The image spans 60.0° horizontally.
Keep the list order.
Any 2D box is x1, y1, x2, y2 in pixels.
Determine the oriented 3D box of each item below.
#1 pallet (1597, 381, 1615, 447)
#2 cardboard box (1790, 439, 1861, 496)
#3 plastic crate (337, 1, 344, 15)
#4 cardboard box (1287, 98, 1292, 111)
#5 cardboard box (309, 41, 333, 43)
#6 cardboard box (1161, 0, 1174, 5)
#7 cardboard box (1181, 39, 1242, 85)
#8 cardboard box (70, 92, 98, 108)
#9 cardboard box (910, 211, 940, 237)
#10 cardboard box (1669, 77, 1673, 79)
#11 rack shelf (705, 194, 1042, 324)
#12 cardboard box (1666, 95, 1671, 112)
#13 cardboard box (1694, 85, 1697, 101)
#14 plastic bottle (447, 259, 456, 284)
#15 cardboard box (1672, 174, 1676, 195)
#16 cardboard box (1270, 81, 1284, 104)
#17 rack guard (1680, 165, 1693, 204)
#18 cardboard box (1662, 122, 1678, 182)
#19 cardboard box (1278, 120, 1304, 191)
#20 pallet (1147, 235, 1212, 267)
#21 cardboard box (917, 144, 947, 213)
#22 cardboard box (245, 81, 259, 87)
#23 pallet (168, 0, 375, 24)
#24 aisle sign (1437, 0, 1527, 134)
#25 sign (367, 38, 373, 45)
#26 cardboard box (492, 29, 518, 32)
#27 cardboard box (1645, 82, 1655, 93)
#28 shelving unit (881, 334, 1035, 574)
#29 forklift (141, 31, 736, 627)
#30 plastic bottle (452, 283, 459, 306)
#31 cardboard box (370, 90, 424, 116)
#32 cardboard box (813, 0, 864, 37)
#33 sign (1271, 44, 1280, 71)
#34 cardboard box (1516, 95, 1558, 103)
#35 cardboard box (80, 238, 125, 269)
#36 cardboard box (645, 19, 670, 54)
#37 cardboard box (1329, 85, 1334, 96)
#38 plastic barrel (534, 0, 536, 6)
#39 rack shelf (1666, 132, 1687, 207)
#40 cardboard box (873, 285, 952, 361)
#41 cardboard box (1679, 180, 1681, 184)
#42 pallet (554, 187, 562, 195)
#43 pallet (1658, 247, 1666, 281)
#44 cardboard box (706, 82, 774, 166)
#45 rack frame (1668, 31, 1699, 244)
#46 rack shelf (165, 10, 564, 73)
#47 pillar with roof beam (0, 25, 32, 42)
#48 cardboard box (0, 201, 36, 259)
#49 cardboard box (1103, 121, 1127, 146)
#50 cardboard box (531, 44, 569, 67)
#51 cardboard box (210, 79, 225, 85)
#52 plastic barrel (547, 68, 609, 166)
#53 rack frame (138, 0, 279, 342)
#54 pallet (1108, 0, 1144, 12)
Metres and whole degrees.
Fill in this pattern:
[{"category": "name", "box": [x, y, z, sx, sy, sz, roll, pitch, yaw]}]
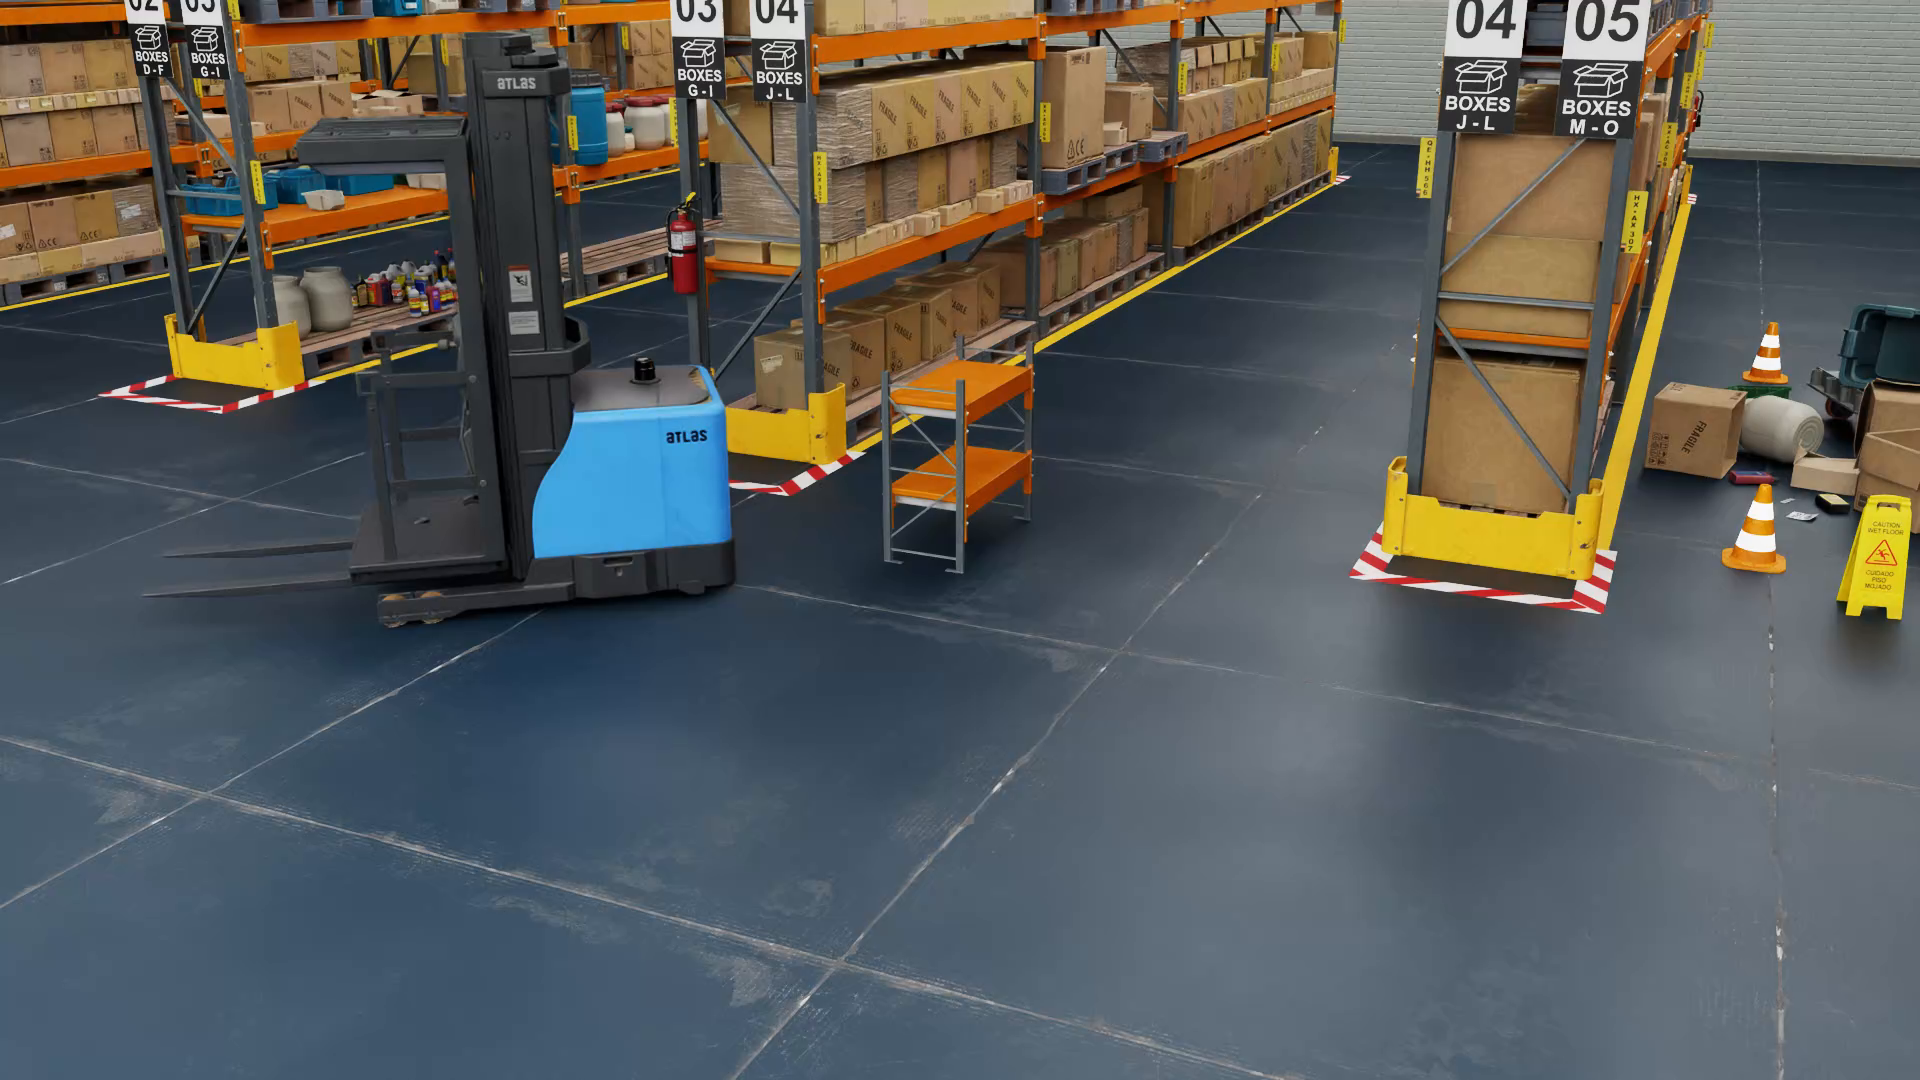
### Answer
[{"category": "pallet", "box": [4.330, -1.007, 12.486, 1.003, 0.211, 1.213, 9, 21, 23]}, {"category": "cardboard box", "box": [5.689, -0.476, 10.912, 0.396, 0.266, 0.258, 13, 23, 32]}, {"category": "plastic crate", "box": [-5.421, -4.741, 14.371, 0.392, 0.384, 0.575, 9, 21, 23]}, {"category": "cardboard box", "box": [4.251, -5.868, 22.367, 0.380, 0.149, 0.250, 8, 21, 21]}, {"category": "cardboard box", "box": [-10.228, -7.956, 26.121, 0.500, 0.250, 0.500, 9, 21, 24]}, {"category": "cardboard box", "box": [1.896, -5.641, 17.100, 0.500, 0.250, 0.500, 9, 21, 23]}, {"category": "cardboard box", "box": [2.959, -5.815, 20.197, 0.797, 0.503, 0.637, 9, 21, 23]}, {"category": "cardboard box", "box": [-9.141, -4.544, 17.152, 0.380, 0.149, 0.250, 8, 21, 22]}, {"category": "cardboard box", "box": [-0.372, -2.413, 12.651, 0.380, 0.149, 0.250, 9, 21, 23]}, {"category": "cardboard box", "box": [8.002, -5.199, 18.970, 0.380, 0.149, 0.250, 10, 22, 25]}, {"category": "rack shelf", "box": [-0.590, -2.304, 13.044, 1.077, 0.370, 4.000, 9, 21, 23]}, {"category": "cardboard box", "box": [6.929, -4.397, 16.716, 0.380, 0.149, 0.250, 8, 21, 22]}, {"category": "cardboard box", "box": [9.263, -5.913, 21.525, 0.500, 0.500, 0.500, 9, 21, 23]}, {"category": "plastic bottle", "box": [-4.948, -2.605, 16.232, 0.097, 0.271, 0.097, 0, 20, 0]}, {"category": "cardboard box", "box": [7.692, -3.944, 18.567, 0.500, 0.250, 0.500, 10, 22, 25]}, {"category": "cardboard box", "box": [3.936, -5.877, 21.797, 0.500, 0.250, 0.500, 8, 21, 22]}, {"category": "rack guard", "box": [9.596, -5.010, 23.311, 1.175, 0.500, 0.348, 9, 21, 23]}, {"category": "cardboard box", "box": [6.411, -3.638, 15.573, 0.500, 0.500, 0.500, 9, 21, 23]}, {"category": "cardboard box", "box": [4.217, -5.362, 23.115, 0.875, 0.875, 0.875, 9, 21, 23]}, {"category": "pallet", "box": [2.259, -3.394, 19.197, 1.003, 0.211, 1.213, 9, 21, 23]}, {"category": "cardboard box", "box": [-0.604, -2.851, 12.915, 0.875, 0.500, 0.500, 9, 21, 23]}, {"category": "cardboard box", "box": [-10.842, -6.873, 25.163, 0.380, 0.149, 0.250, 9, 21, 24]}, {"category": "pallet", "box": [-5.499, -4.275, 13.318, 1.003, 0.211, 1.213, 9, 21, 23]}, {"category": "aisle sign", "box": [2.772, -2.564, 8.823, 0.394, 0.787, 0.004, 9, 21, 23]}, {"category": "sign", "box": [-9.553, -8.176, 26.871, 0.100, 0.325, 0.005, 9, 21, 23]}, {"category": "cardboard box", "box": [-8.614, -8.946, 30.198, 0.980, 0.700, 0.700, 10, 22, 25]}, {"category": "cardboard box", "box": [5.327, -3.526, 13.764, 0.700, 0.500, 0.500, 9, 21, 23]}, {"category": "shelving unit", "box": [0.003, -0.532, 9.786, 0.538, 1.125, 1.048, 9, 21, 23]}, {"category": "forklift", "box": [-2.808, -1.121, 8.746, 3.031, 2.935, 1.130, -5, 20, -13]}, {"category": "plastic bottle", "box": [-4.679, -2.277, 15.415, 0.097, 0.201, 0.097, 0, 20, 0]}, {"category": "cardboard box", "box": [-7.358, -5.690, 21.625, 0.500, 0.311, 0.500, 10, 22, 26]}, {"category": "cardboard box", "box": [-0.976, -3.486, 11.041, 0.500, 0.250, 0.500, 9, 22, 24]}, {"category": "sign", "box": [4.004, -6.137, 21.138, 0.100, 0.325, 0.005, 9, 21, 23]}, {"category": "cardboard box", "box": [4.065, -2.684, 11.204, 0.875, 0.550, 0.550, 9, 21, 23]}, {"category": "cardboard box", "box": [-9.203, -3.039, 17.514, 0.500, 0.250, 0.500, 9, 21, 23]}, {"category": "cardboard box", "box": [-4.871, -7.842, 25.900, 0.500, 0.500, 0.500, 8, 21, 21]}, {"category": "cardboard box", "box": [5.298, -6.650, 24.567, 0.380, 0.149, 0.250, 9, 21, 24]}, {"category": "plastic barrel", "box": [-4.279, -5.769, 16.488, 0.600, 0.901, 0.708, 9, 21, 23]}, {"category": "rack shelf", "box": [7.170, -4.038, 17.920, 1.077, 0.370, 4.000, 9, 21, 23]}, {"category": "cardboard box", "box": [-0.381, -1.781, 13.604, 0.500, 0.500, 0.500, 7, 21, 18]}, {"category": "cardboard box", "box": [9.260, -4.686, 21.853, 0.380, 0.149, 0.250, 9, 21, 24]}, {"category": "pallet", "box": [-6.328, -5.118, 24.046, 1.003, 0.211, 1.213, 9, 21, 23]}, {"category": "pallet", "box": [7.173, -3.062, 18.264, 1.003, 0.211, 1.213, 9, 21, 23]}, {"category": "cardboard box", "box": [-1.409, -2.892, 11.538, 0.500, 0.500, 0.500, 9, 21, 23]}, {"category": "rack frame", "box": [7.989, -4.988, 19.519, 1.000, 3.000, 0.127, 9, 21, 23]}, {"category": "rack shelf", "box": [-5.108, -4.397, 14.453, 1.077, 0.370, 4.000, 9, 21, 23]}, {"category": "pillar with roof beam", "box": [-9.084, -8.473, 20.364, 9.100, 9.000, 0.400, 9, 21, 23]}, {"category": "cardboard box", "box": [-9.626, -3.089, 16.535, 0.500, 0.500, 0.500, 9, 21, 23]}, {"category": "cardboard box", "box": [1.431, -4.065, 16.496, 0.396, 0.266, 0.258, 8, 21, 21]}, {"category": "cardboard box", "box": [-6.153, -6.972, 24.321, 0.700, 0.500, 0.500, 12, 23, 31]}, {"category": "cardboard box", "box": [-11.034, -6.985, 24.510, 0.500, 0.500, 0.500, 9, 22, 24]}, {"category": "plastic barrel", "box": [-3.855, -4.247, 16.685, 0.600, 0.901, 0.708, 9, 21, 23]}, {"category": "rack frame", "box": [-5.927, -2.711, 13.115, 1.000, 3.000, 0.127, 9, 21, 23]}, {"category": "pallet", "box": [1.001, -5.071, 15.554, 1.213, 0.211, 1.003, 9, 21, 23]}]
